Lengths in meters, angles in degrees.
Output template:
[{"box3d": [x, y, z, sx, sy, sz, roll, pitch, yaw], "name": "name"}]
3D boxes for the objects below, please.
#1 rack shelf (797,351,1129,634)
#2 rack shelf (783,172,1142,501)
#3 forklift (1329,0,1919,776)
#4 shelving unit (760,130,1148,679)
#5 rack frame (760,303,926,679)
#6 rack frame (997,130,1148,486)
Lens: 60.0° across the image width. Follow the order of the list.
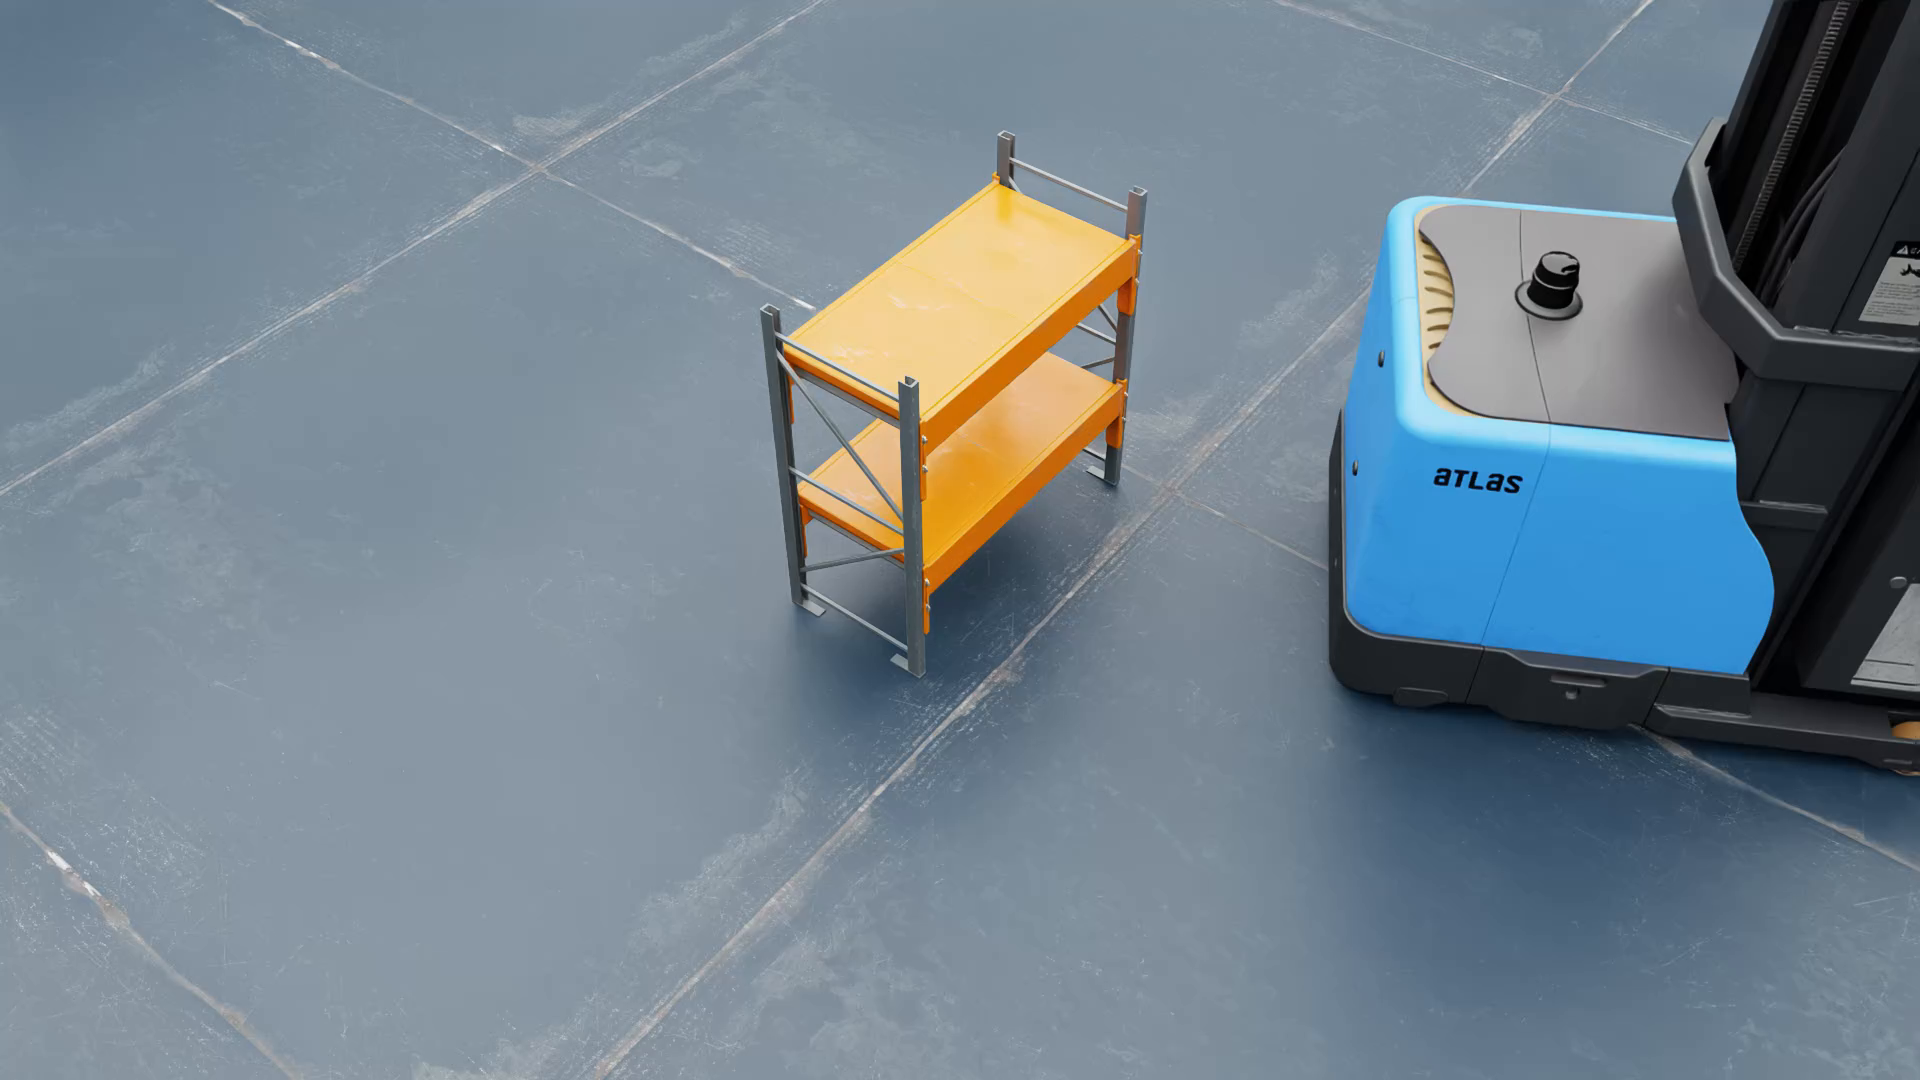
[{"box3d": [0.004, -0.224, 5.024, 0.538, 0.278, 1.000, 29, 53, 25], "name": "rack shelf"}, {"box3d": [0.004, -0.595, 4.635, 0.538, 0.278, 1.000, 29, 53, 25], "name": "rack shelf"}, {"box3d": [2.631, -0.750, 3.940, 3.031, 2.935, 1.130, 6, 47, 6], "name": "forklift"}, {"box3d": [0.004, -0.392, 4.847, 0.538, 1.125, 1.048, 29, 53, 25], "name": "shelving unit"}, {"box3d": [-0.307, -0.102, 4.569, 0.500, 1.125, 0.032, 29, 53, 25], "name": "rack frame"}, {"box3d": [0.315, -0.683, 5.125, 0.500, 1.125, 0.032, 29, 53, 25], "name": "rack frame"}]
